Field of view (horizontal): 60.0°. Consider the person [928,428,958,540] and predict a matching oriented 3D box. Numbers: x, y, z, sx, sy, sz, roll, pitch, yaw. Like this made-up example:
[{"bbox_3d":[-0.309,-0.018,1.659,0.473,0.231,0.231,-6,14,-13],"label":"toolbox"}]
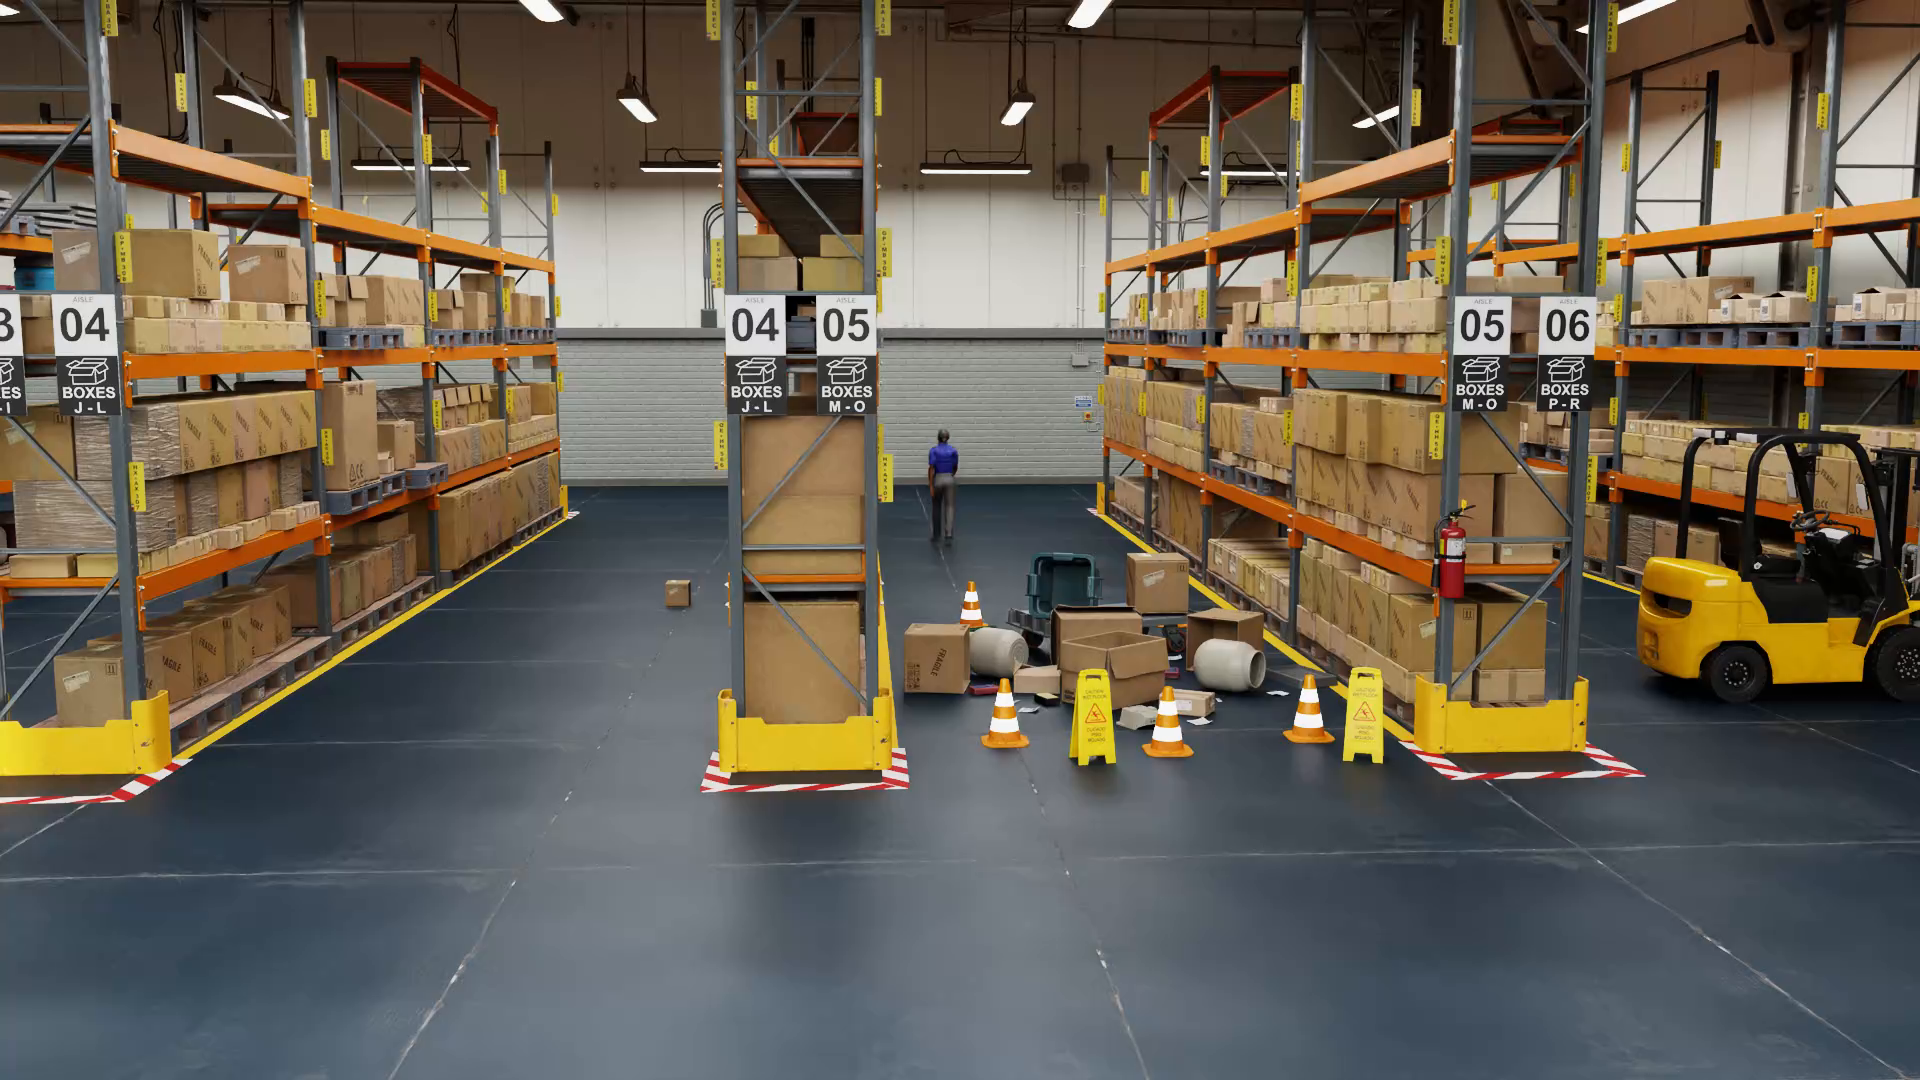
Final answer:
[{"bbox_3d":[-0.241,-0.807,23.889,0.430,1.594,1.037,0,7,0],"label":"person"}]
